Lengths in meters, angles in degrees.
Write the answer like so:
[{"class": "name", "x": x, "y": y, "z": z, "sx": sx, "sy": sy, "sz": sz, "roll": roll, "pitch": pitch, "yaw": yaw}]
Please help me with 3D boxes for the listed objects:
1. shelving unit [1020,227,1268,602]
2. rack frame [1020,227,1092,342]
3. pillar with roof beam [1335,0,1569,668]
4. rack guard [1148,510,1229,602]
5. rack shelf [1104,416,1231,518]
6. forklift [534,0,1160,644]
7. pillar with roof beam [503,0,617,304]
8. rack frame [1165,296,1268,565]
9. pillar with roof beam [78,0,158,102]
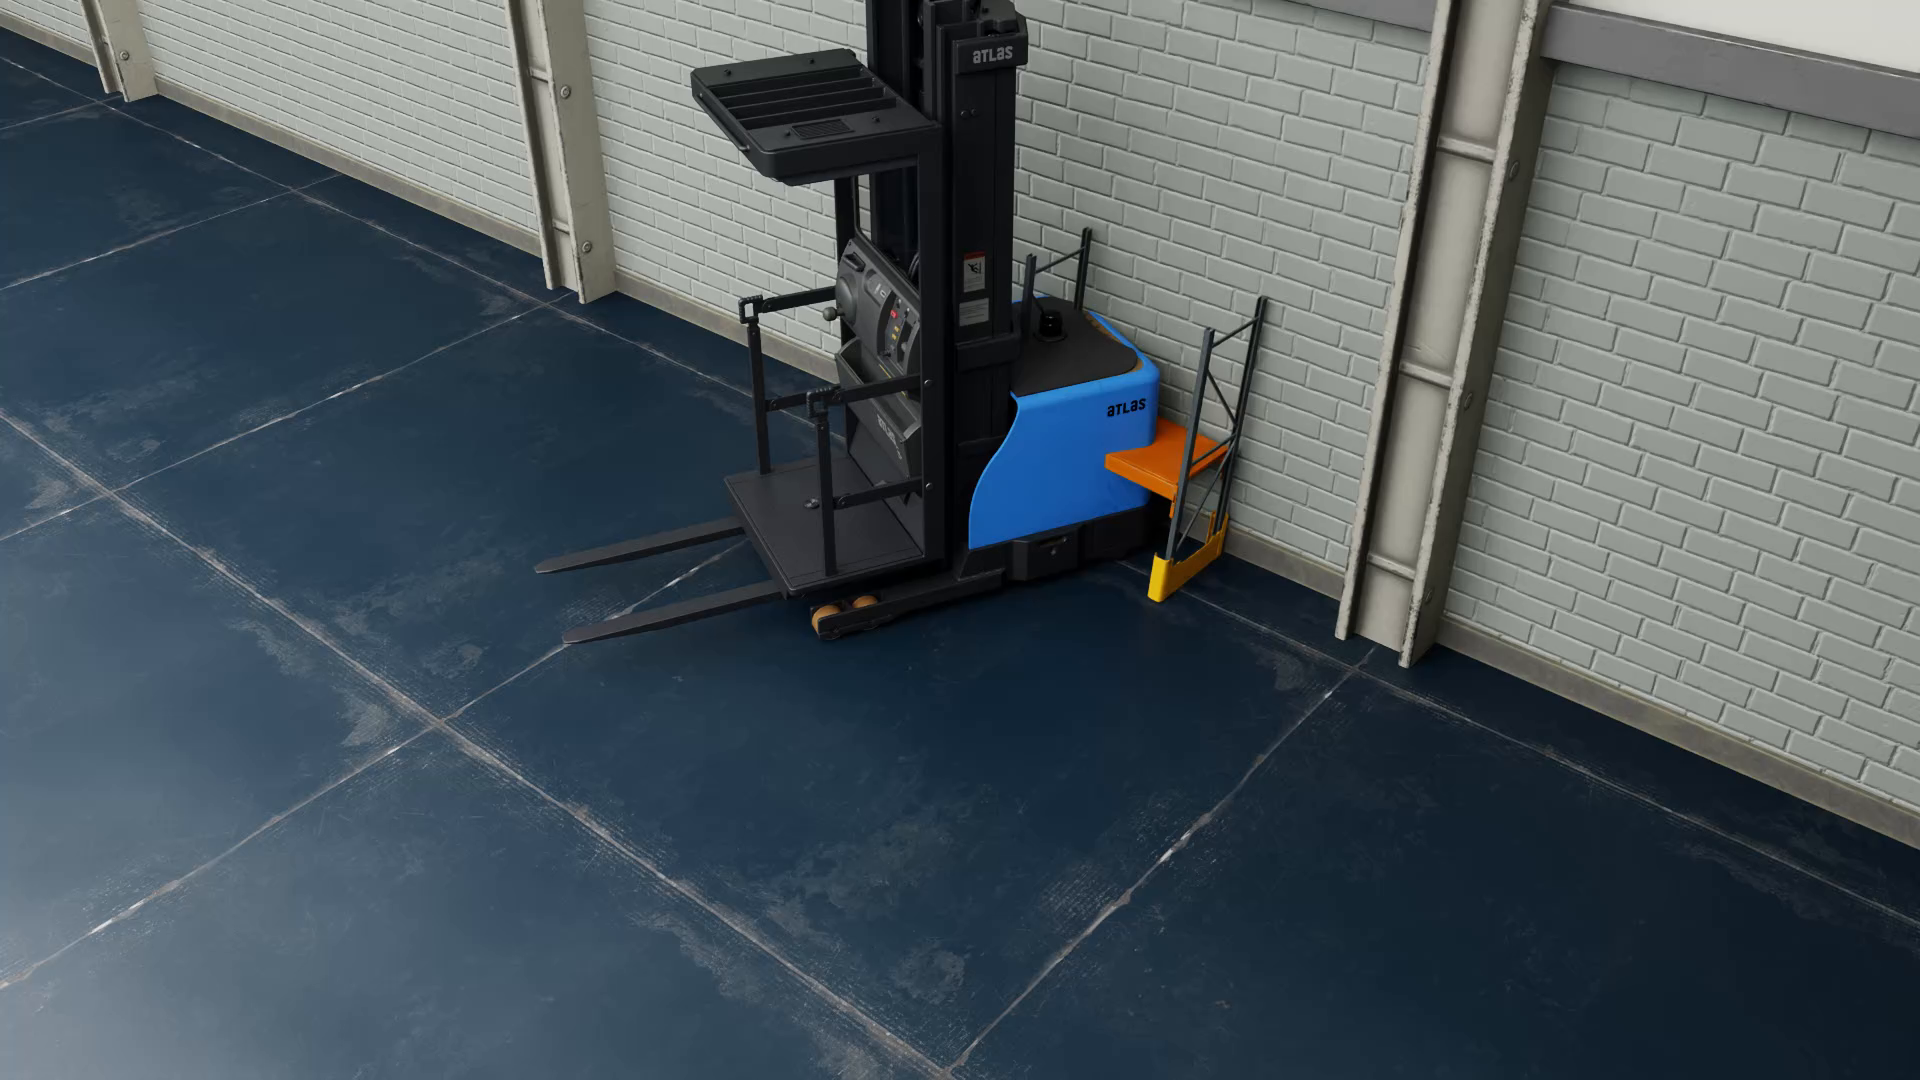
[{"class": "shelving unit", "x": 0.820, "y": -0.639, "z": 8.311, "sx": 1.083, "sy": 1.500, "sz": 0.587, "roll": 28, "pitch": 41, "yaw": 30}, {"class": "rack frame", "x": 0.436, "y": -0.843, "z": 8.557, "sx": 0.032, "sy": 1.500, "sz": 0.500, "roll": 28, "pitch": 41, "yaw": 30}, {"class": "pillar with roof beam", "x": -0.687, "y": -1.365, "z": 2.789, "sx": 0.400, "sy": 9.000, "sz": 9.100, "roll": 25, "pitch": 42, "yaw": 32}, {"class": "rack guard", "x": 1.158, "y": 0.077, "z": 8.422, "sx": 0.087, "sy": 0.250, "sz": 0.587, "roll": 28, "pitch": 41, "yaw": 30}, {"class": "rack shelf", "x": 0.814, "y": -0.488, "z": 8.409, "sx": 1.000, "sy": 0.185, "sz": 0.538, "roll": 28, "pitch": 41, "yaw": 30}, {"class": "forklift", "x": -0.572, "y": -1.066, "z": 7.713, "sx": 3.031, "sy": 2.935, "sz": 1.130, "roll": -14, "pitch": 37, "yaw": -19}, {"class": "pillar with roof beam", "x": -5.298, "y": -3.539, "z": 5.954, "sx": 0.400, "sy": 9.000, "sz": 9.100, "roll": 25, "pitch": 42, "yaw": 32}, {"class": "rack frame", "x": 1.217, "y": -0.427, "z": 8.056, "sx": 0.032, "sy": 1.500, "sz": 0.500, "roll": 28, "pitch": 41, "yaw": 30}, {"class": "pillar with roof beam", "x": -9.910, "y": -5.712, "z": 9.118, "sx": 0.400, "sy": 9.000, "sz": 9.100, "roll": 25, "pitch": 42, "yaw": 32}]
